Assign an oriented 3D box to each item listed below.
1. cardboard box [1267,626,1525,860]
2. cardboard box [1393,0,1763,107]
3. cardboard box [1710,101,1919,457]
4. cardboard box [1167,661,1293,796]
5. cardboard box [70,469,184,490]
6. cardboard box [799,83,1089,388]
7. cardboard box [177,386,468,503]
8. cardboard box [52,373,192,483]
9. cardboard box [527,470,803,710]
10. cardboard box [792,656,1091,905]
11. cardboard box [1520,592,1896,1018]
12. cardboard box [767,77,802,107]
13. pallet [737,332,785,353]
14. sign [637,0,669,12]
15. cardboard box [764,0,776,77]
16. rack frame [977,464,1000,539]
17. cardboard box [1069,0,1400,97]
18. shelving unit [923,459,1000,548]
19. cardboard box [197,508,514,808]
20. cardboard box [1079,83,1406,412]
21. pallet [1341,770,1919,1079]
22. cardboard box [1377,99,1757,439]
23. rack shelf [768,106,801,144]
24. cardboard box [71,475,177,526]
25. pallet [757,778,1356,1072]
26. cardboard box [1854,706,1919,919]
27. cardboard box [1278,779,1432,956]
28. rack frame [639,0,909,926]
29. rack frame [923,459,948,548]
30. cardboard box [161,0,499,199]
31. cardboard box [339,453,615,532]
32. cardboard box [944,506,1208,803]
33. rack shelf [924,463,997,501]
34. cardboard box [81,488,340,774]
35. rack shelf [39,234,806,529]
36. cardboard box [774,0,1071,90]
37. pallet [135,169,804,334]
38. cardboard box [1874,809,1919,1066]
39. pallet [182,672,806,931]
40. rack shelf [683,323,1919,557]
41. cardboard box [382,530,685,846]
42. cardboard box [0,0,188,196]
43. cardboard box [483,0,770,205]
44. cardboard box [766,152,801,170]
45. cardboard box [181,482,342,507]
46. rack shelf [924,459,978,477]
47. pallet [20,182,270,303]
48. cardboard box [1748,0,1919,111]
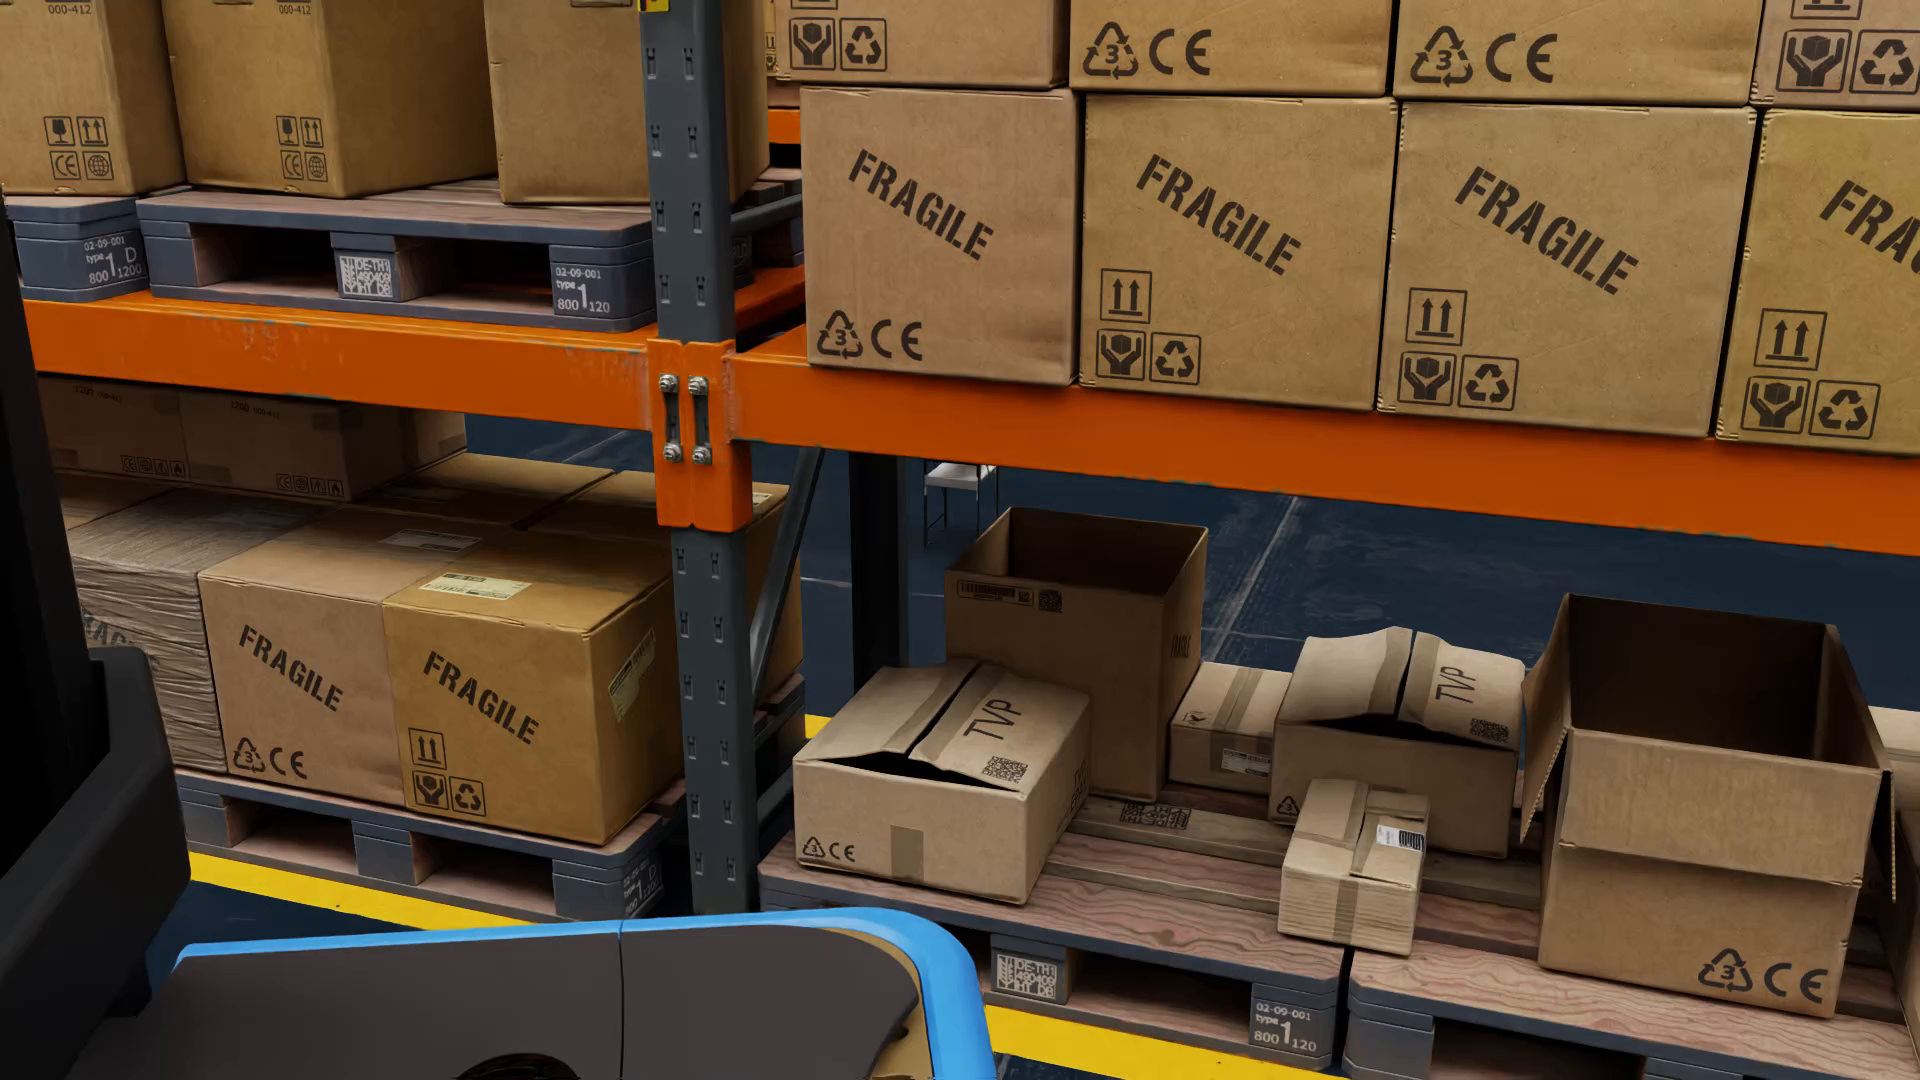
[{"bbox_3d":[0.988,0.422,3.726,0.500,0.311,0.500,7,20,18],"label":"cardboard box"},{"bbox_3d":[0.974,-0.964,2.615,0.500,0.500,0.500,6,20,16],"label":"cardboard box"},{"bbox_3d":[1.478,-0.439,2.625,0.500,0.500,0.500,6,20,17],"label":"cardboard box"},{"bbox_3d":[0.654,0.439,3.922,0.250,0.149,0.380,7,20,18],"label":"cardboard box"},{"bbox_3d":[-2.183,-0.015,4.692,0.500,0.500,0.500,6,20,16],"label":"cardboard box"},{"bbox_3d":[0.040,-0.602,3.094,0.500,0.500,0.500,7,20,19],"label":"cardboard box"},{"bbox_3d":[-1.673,-0.312,4.405,0.500,0.250,0.500,7,20,18],"label":"cardboard box"},{"bbox_3d":[-2.147,-0.366,4.560,0.500,0.250,0.500,6,20,17],"label":"cardboard box"},{"bbox_3d":[-0.729,0.150,4.218,0.500,0.500,0.500,6,20,16],"label":"cardboard box"},{"bbox_3d":[-0.026,0.480,3.559,0.500,0.311,0.500,7,20,18],"label":"cardboard box"},{"bbox_3d":[1.425,0.478,3.273,0.637,0.503,0.797,7,20,18],"label":"cardboard box"},{"bbox_3d":[-0.820,-2.288,8.435,0.250,0.149,0.380,7,20,18],"label":"cardboard box"},{"bbox_3d":[-0.639,-1.110,8.939,1.213,0.211,1.003,7,20,18],"label":"pallet"},{"bbox_3d":[-0.530,-1.068,2.825,0.005,0.325,0.100,7,20,18],"label":"sign"},{"bbox_3d":[-0.679,-2.565,8.244,0.500,0.500,0.500,7,20,20],"label":"cardboard box"},{"bbox_3d":[0.104,-0.413,5.894,0.006,0.900,0.240,7,20,18],"label":"rack frame"},{"bbox_3d":[0.489,-1.020,2.774,0.500,0.500,0.500,6,20,16],"label":"cardboard box"},{"bbox_3d":[0.008,-0.424,5.926,0.210,0.900,0.258,7,20,18],"label":"shelving unit"},{"bbox_3d":[-1.376,0.258,3.909,0.500,0.500,0.500,7,20,18],"label":"cardboard box"},{"bbox_3d":[0.525,-0.548,2.939,0.500,0.500,0.500,7,20,19],"label":"cardboard box"},{"bbox_3d":[1.453,0.828,3.381,1.213,0.211,1.003,7,20,18],"label":"pallet"},{"bbox_3d":[0.997,-0.493,2.782,0.500,0.500,0.500,6,20,18],"label":"cardboard box"},{"bbox_3d":[-0.619,-2.112,8.670,4.000,0.370,1.077,7,20,18],"label":"rack shelf"},{"bbox_3d":[-2.331,0.149,4.220,0.500,0.500,0.500,6,20,16],"label":"cardboard box"},{"bbox_3d":[0.297,0.697,3.757,1.213,0.211,1.003,7,20,18],"label":"pallet"},{"bbox_3d":[2.062,0.573,3.384,0.500,0.250,0.500,7,20,18],"label":"cardboard box"},{"bbox_3d":[0.794,0.638,3.324,0.250,0.166,0.380,7,20,18],"label":"cardboard box"},{"bbox_3d":[-0.352,-0.695,3.512,0.127,3.000,1.000,7,20,18],"label":"rack frame"},{"bbox_3d":[-0.088,-0.435,5.957,0.006,0.900,0.240,7,20,18],"label":"rack frame"},{"bbox_3d":[-1.396,-1.115,3.929,0.500,0.500,0.700,10,22,27],"label":"cardboard box"},{"bbox_3d":[-1.236,0.096,4.373,0.500,0.500,0.500,7,20,19],"label":"cardboard box"},{"bbox_3d":[0.280,0.251,3.927,0.500,0.500,0.500,7,20,18],"label":"cardboard box"},{"bbox_3d":[0.008,-0.223,5.996,0.200,0.077,0.258,7,20,18],"label":"rack shelf"},{"bbox_3d":[-1.850,0.203,4.065,0.500,0.500,0.500,7,20,19],"label":"cardboard box"},{"bbox_3d":[-2.241,-0.571,4.250,4.000,0.370,1.077,7,20,18],"label":"rack shelf"},{"bbox_3d":[0.001,-1.076,2.934,0.500,0.500,0.500,7,20,19],"label":"cardboard box"},{"bbox_3d":[-1.071,-0.724,3.888,1.213,0.211,1.003,7,20,18],"label":"pallet"},{"bbox_3d":[1.945,0.734,2.922,0.500,0.250,0.500,7,20,18],"label":"cardboard box"},{"bbox_3d":[-1.132,0.546,4.189,1.213,0.211,1.003,7,20,18],"label":"pallet"},{"bbox_3d":[1.538,-0.139,3.010,4.000,0.370,1.077,7,20,18],"label":"rack shelf"},{"bbox_3d":[-0.912,0.314,3.748,0.500,0.500,0.500,6,20,18],"label":"cardboard box"},{"bbox_3d":[-2.041,-1.112,3.919,0.500,0.500,0.700,1,19,4],"label":"cardboard box"},{"bbox_3d":[-0.726,-1.061,3.773,0.500,0.500,0.700,0,19,0],"label":"cardboard box"},{"bbox_3d":[-1.031,-1.634,8.834,0.750,0.750,0.750,6,20,18],"label":"cardboard box"},{"bbox_3d":[-1.706,0.039,4.535,0.500,0.500,0.500,7,20,19],"label":"cardboard box"},{"bbox_3d":[0.008,-0.308,5.966,0.200,0.077,0.258,7,20,18],"label":"rack shelf"},{"bbox_3d":[-2.292,-0.827,4.184,1.213,0.211,1.003,7,20,18],"label":"pallet"},{"bbox_3d":[1.462,-0.909,2.455,0.500,0.500,0.500,7,20,20],"label":"cardboard box"}]
